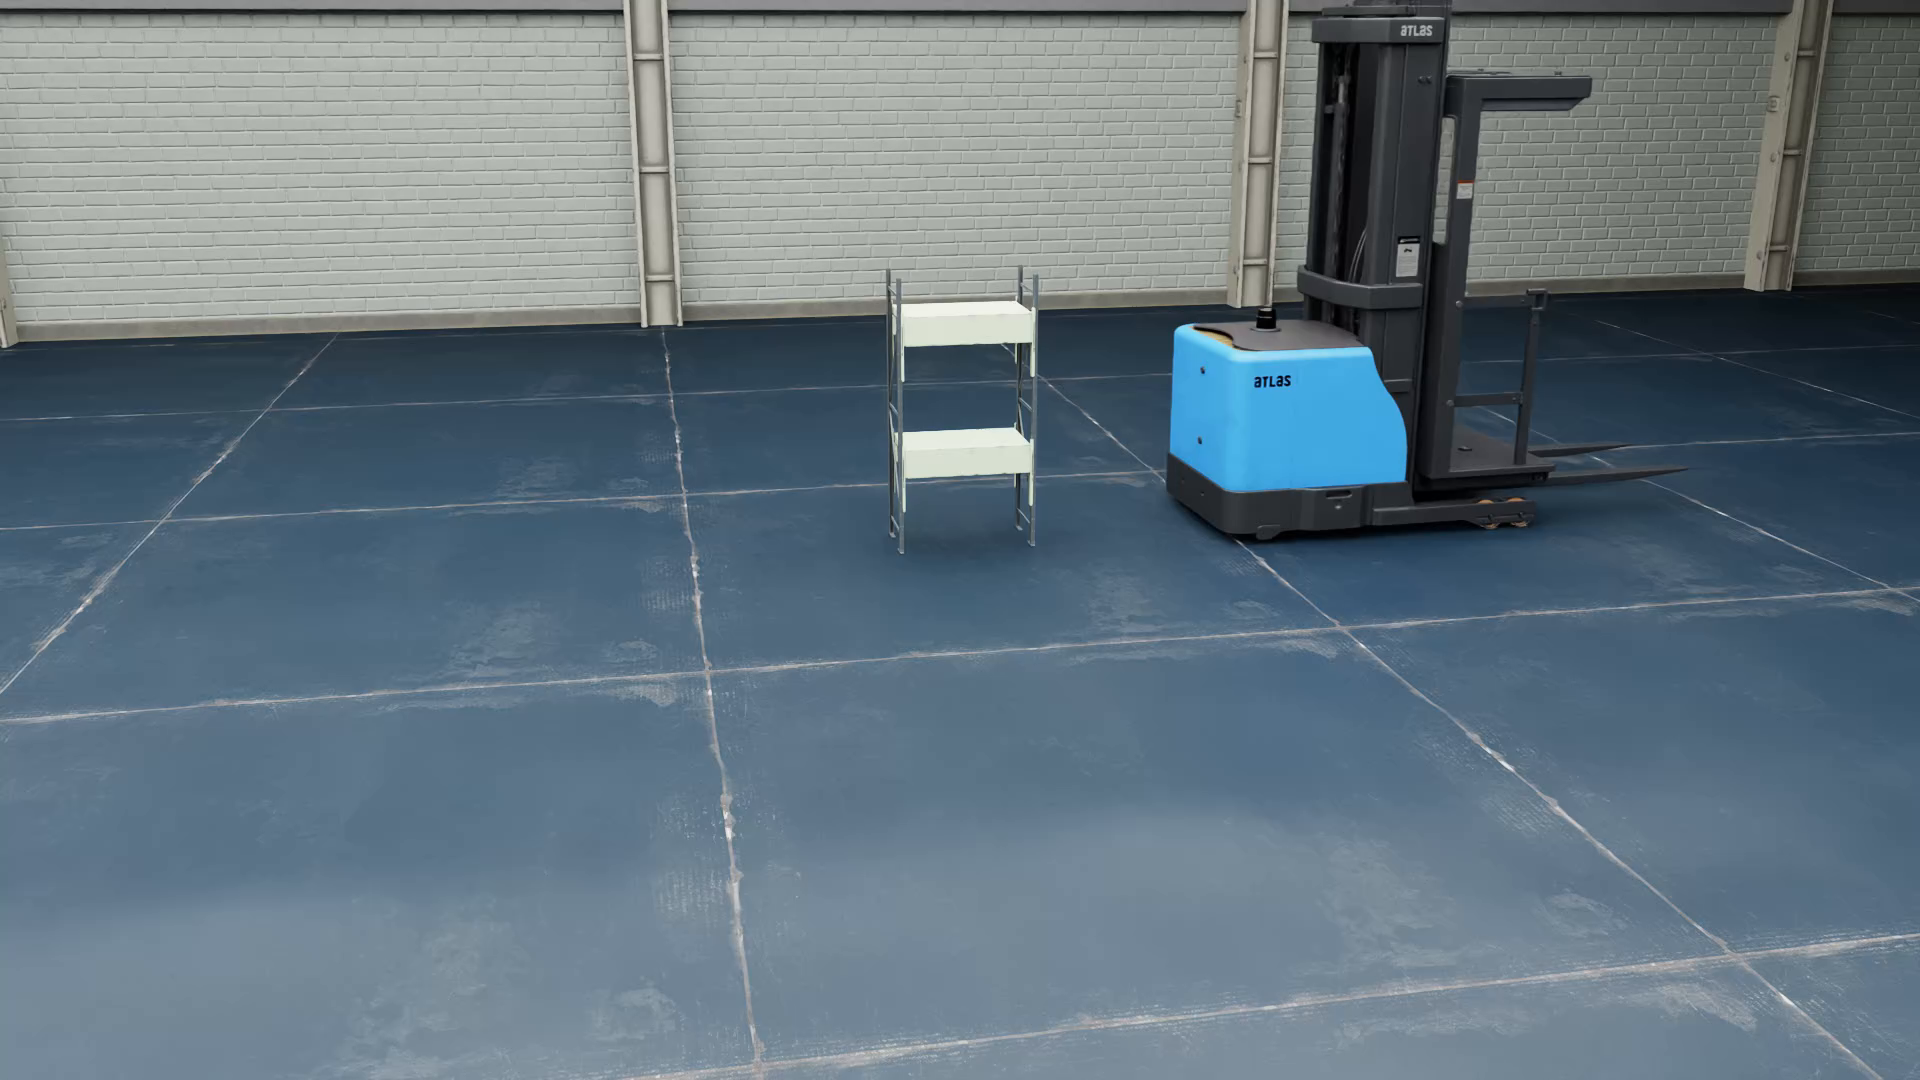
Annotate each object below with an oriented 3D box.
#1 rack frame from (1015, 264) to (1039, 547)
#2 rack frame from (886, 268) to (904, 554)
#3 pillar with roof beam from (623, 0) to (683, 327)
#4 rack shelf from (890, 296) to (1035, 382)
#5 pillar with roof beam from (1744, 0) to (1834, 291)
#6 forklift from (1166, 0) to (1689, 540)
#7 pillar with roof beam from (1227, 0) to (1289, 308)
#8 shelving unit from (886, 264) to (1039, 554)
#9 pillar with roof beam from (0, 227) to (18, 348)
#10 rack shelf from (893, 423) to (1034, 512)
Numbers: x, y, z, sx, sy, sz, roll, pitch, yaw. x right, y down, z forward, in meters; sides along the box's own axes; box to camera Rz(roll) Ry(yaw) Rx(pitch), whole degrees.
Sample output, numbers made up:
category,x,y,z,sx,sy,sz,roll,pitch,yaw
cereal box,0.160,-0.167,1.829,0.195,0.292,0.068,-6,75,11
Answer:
category,x,y,z,sx,sy,sz,roll,pitch,yaw
rack frame,0.366,-0.738,9.159,0.023,1.500,0.400,-3,17,-10
rack frame,-0.353,-0.697,9.026,0.023,1.500,0.400,-3,17,-10
pillar with roof beam,-2.077,-5.161,10.788,0.400,9.000,9.100,-3,17,-10
rack shelf,0.007,-1.090,8.978,0.720,0.370,0.431,-3,17,-10
pillar with roof beam,9.705,-5.829,12.964,0.400,9.000,9.100,-3,17,-10
forklift,2.818,-1.609,9.559,3.031,2.935,1.130,-4,18,-13
pillar with roof beam,3.814,-5.495,11.876,0.400,9.000,9.100,-3,17,-10
shelving unit,0.007,-0.717,9.093,0.755,1.500,0.431,-3,17,-10
pillar with roof beam,-7.968,-4.827,9.700,0.400,9.000,9.100,-3,17,-10
rack shelf,0.007,-0.406,9.189,0.720,0.370,0.431,-3,17,-10
